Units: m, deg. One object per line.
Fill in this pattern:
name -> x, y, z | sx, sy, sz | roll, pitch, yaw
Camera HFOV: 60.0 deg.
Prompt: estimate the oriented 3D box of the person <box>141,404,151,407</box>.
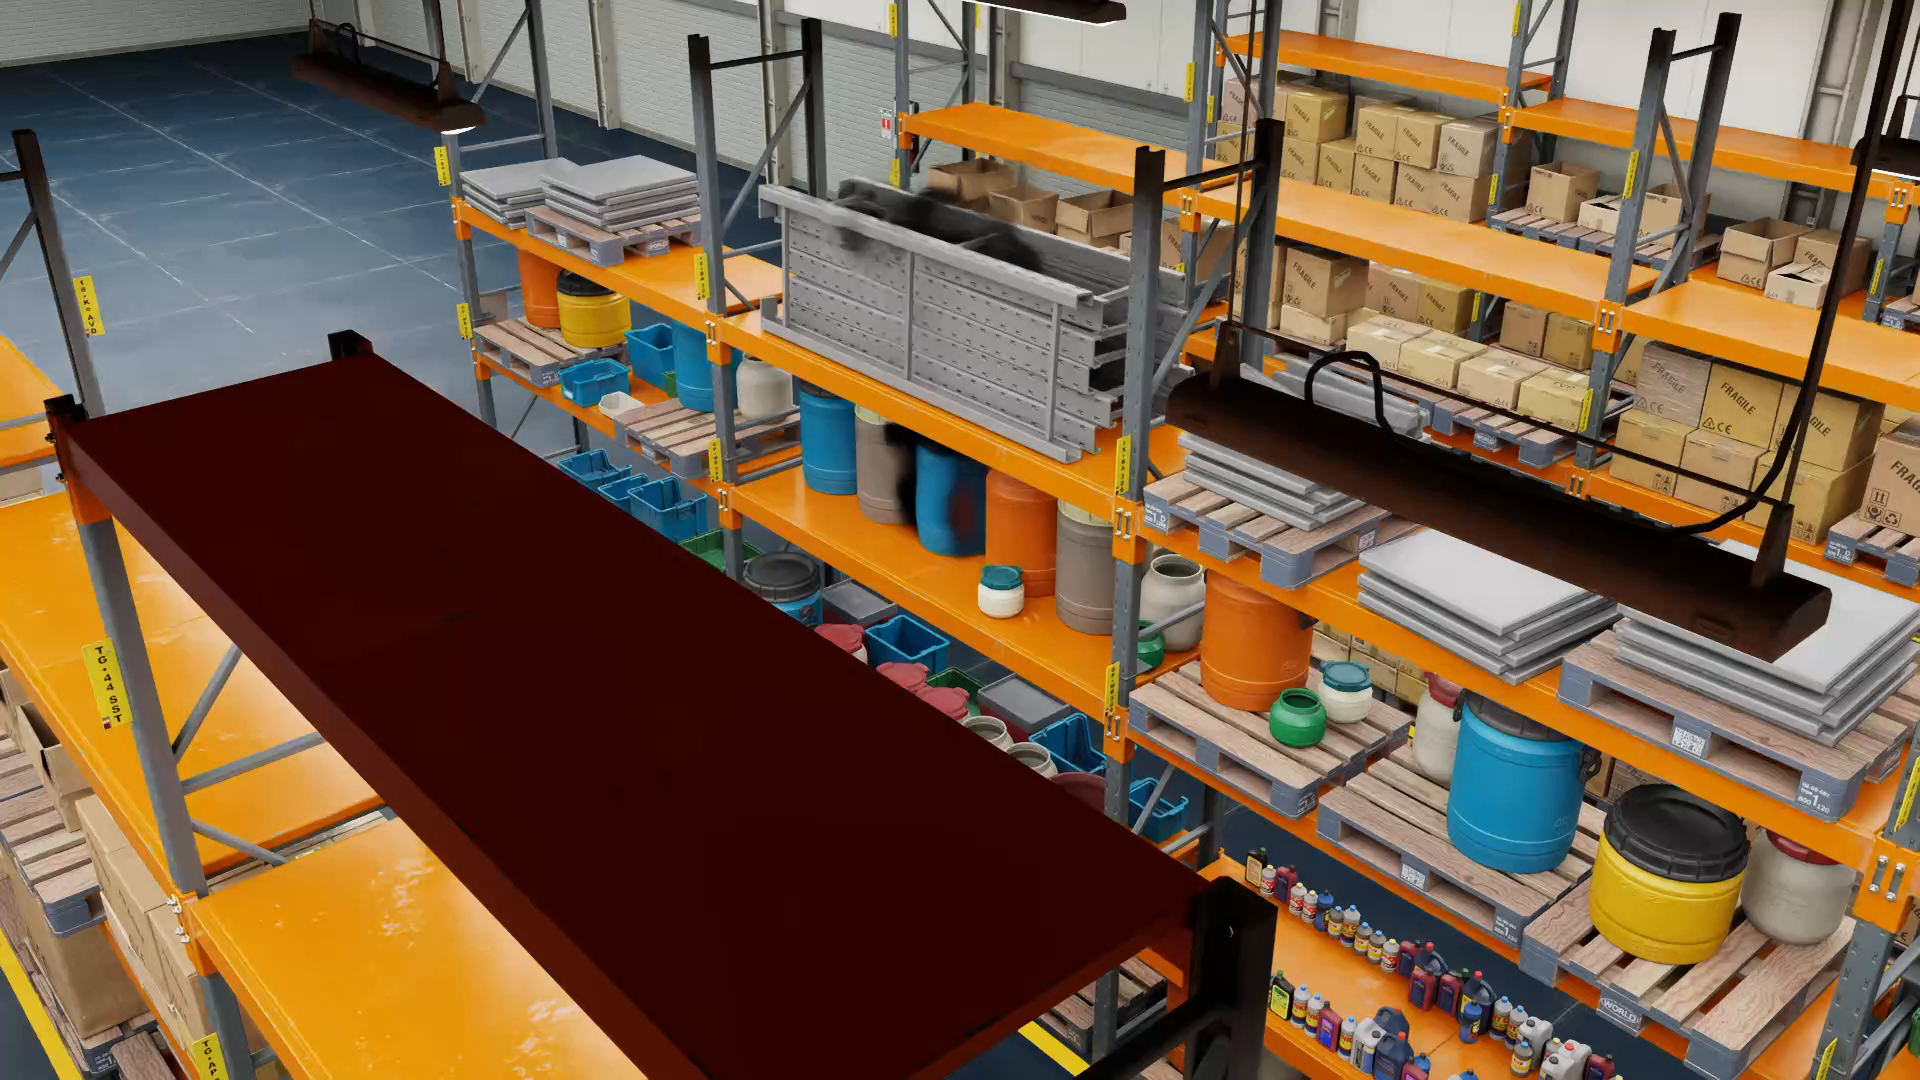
person -> -8.007, -0.521, 16.598 | 1.115, 1.758, 0.731 | -3, 27, -6
